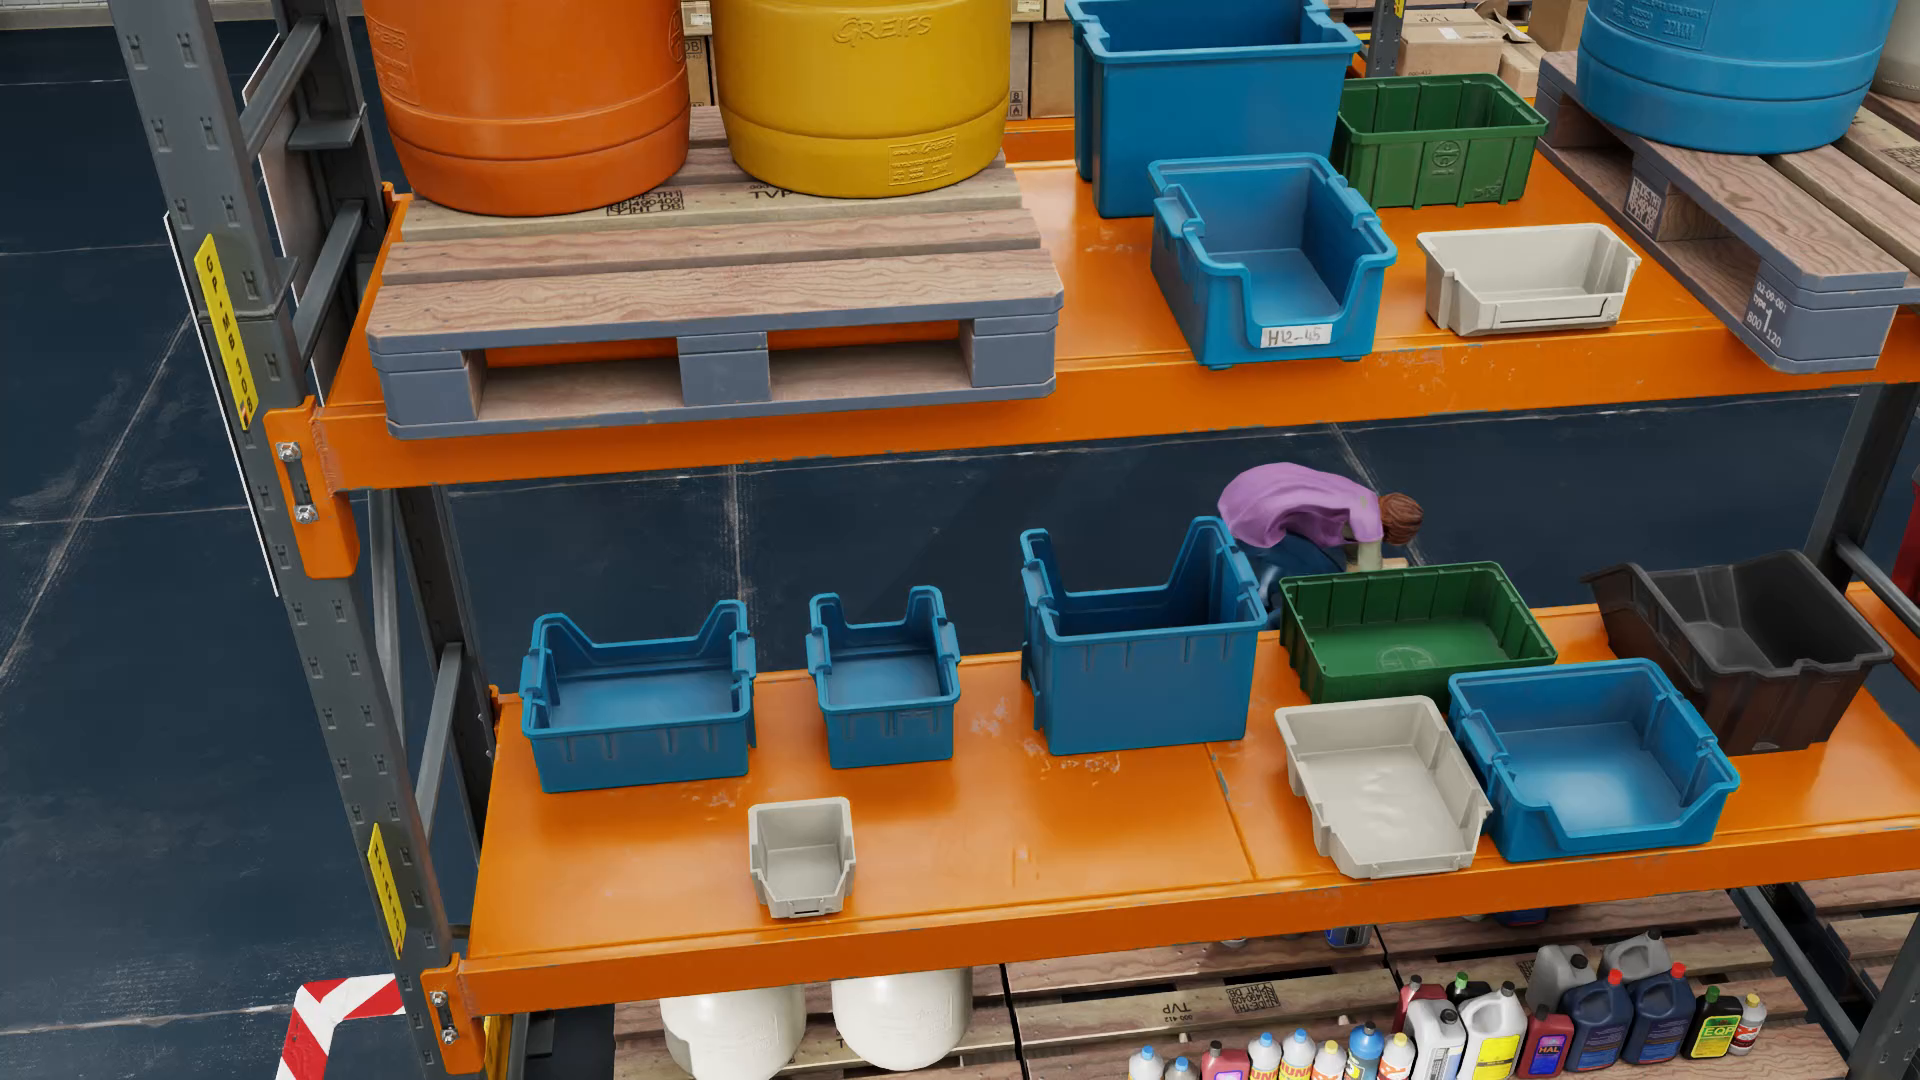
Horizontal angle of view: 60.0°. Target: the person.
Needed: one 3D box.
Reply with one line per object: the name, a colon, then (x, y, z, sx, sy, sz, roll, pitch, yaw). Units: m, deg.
person: (1.439, 0.062, 6.715, 0.853, 0.846, 0.429, -6, 36, -8)
